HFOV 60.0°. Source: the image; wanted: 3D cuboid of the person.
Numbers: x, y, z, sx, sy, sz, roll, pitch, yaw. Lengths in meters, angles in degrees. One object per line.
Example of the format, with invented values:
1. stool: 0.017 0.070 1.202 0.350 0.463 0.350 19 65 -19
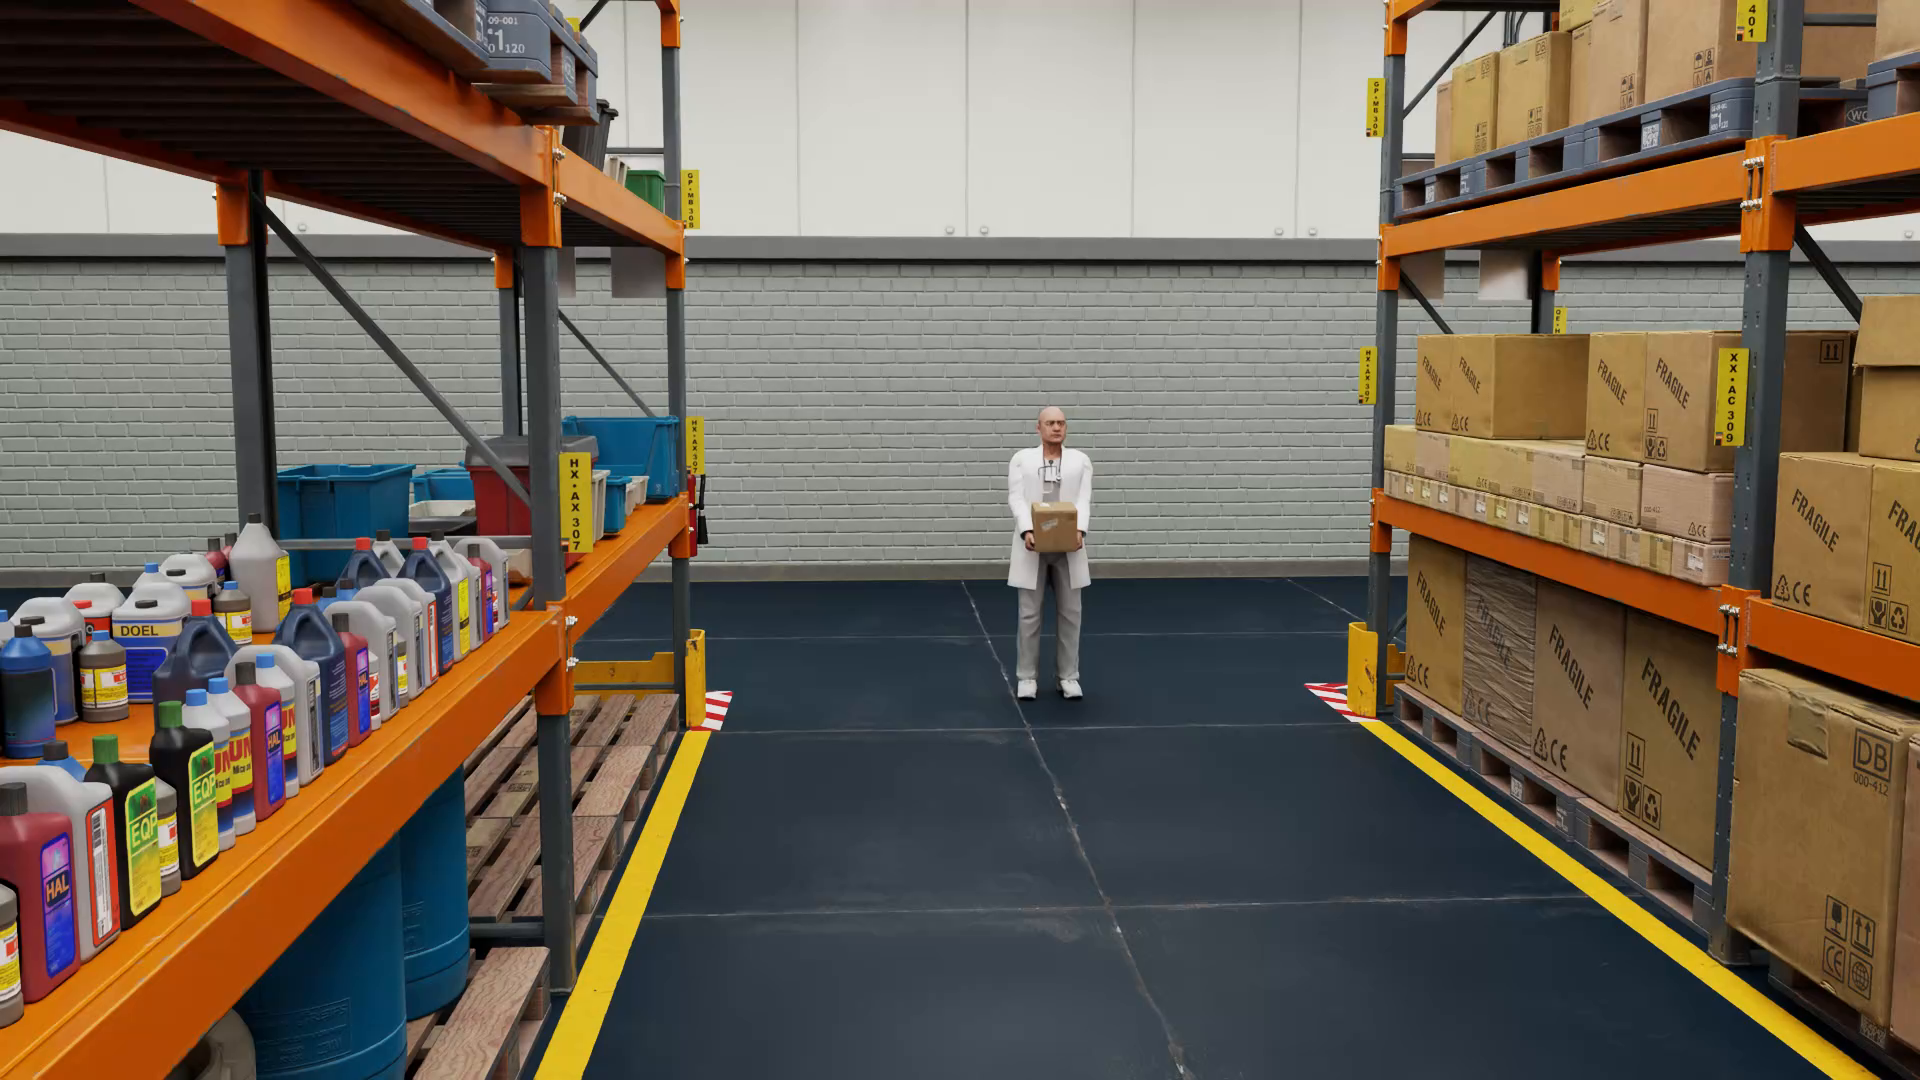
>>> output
1. person: 0.559 0.084 10.105 0.530 1.769 0.563 0 7 -4
